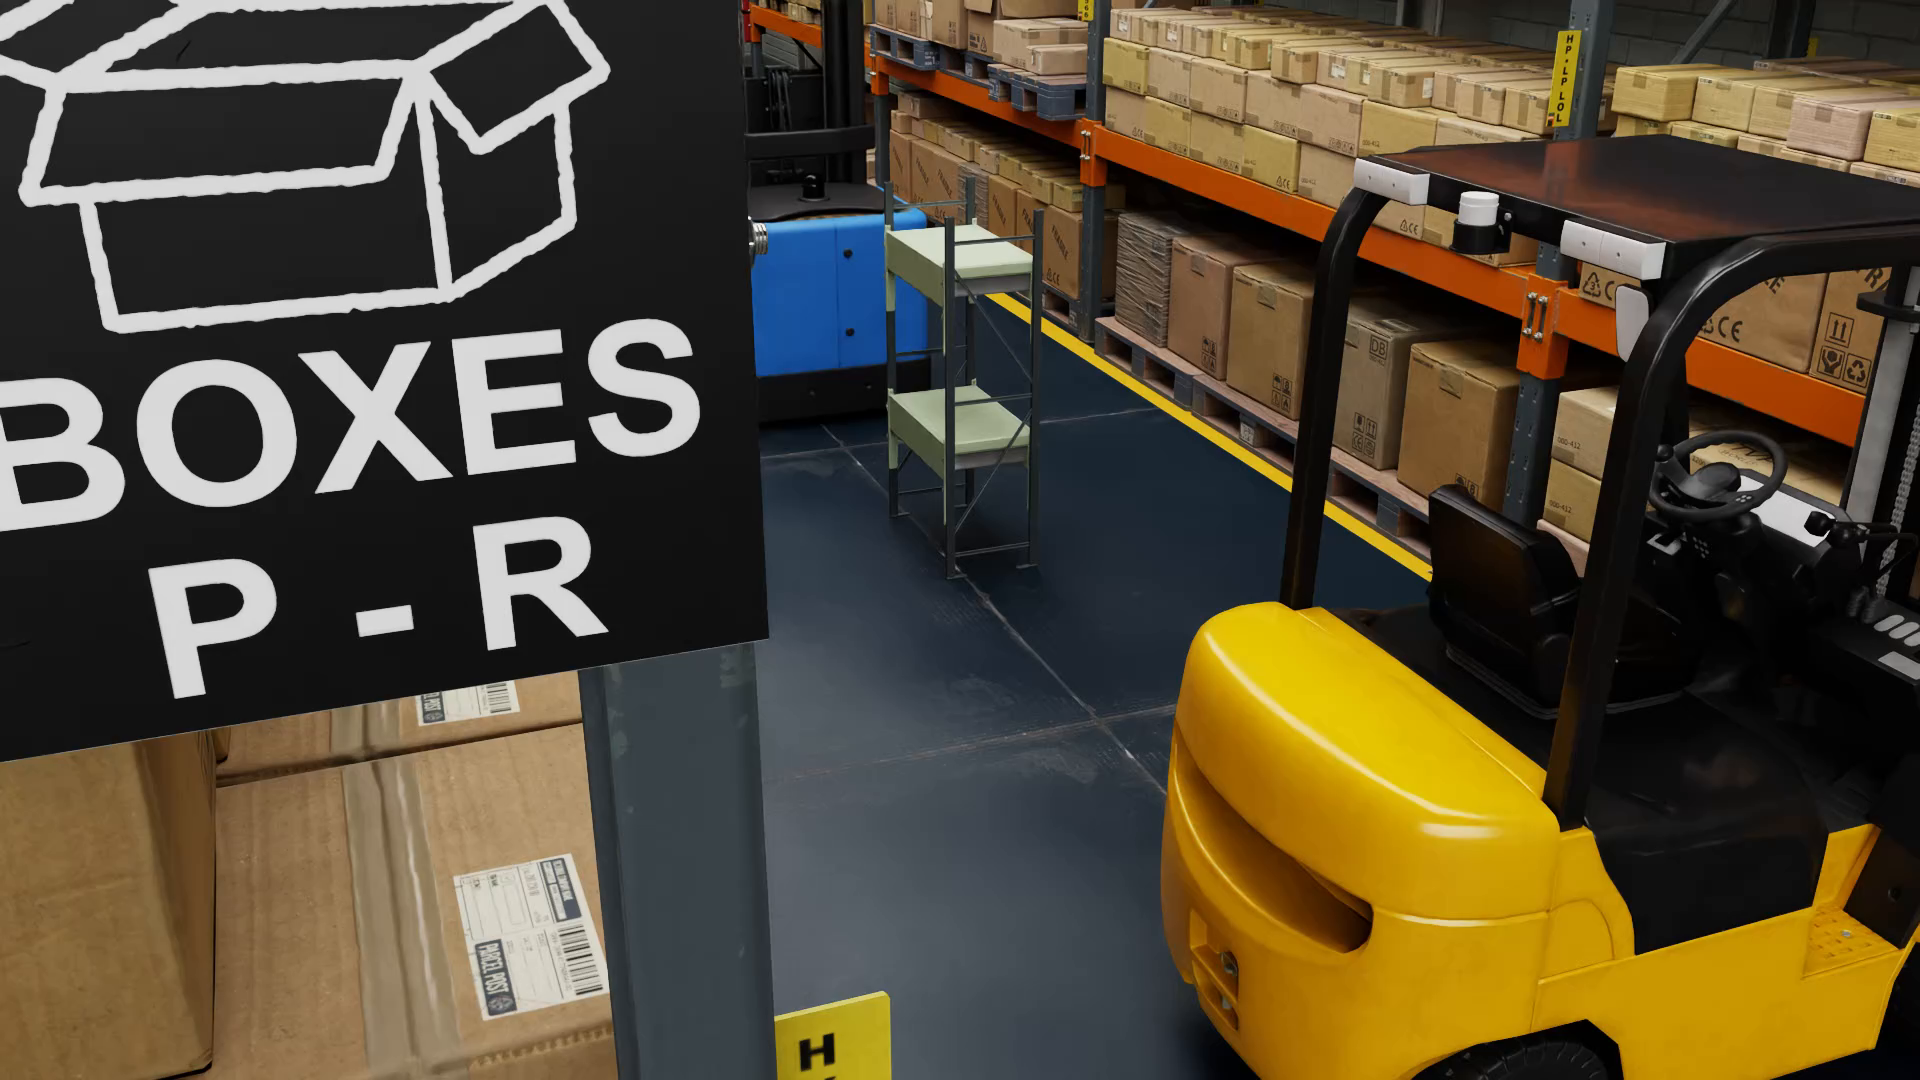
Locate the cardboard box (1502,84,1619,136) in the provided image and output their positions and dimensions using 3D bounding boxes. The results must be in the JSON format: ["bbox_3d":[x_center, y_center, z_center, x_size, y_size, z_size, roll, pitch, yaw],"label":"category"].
[{"bbox_3d":[2.298,-1.638,6.310,0.380,0.149,0.250,-7,24,-17],"label":"cardboard box"}]

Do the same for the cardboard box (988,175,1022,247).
[{"bbox_3d":[0.509,-2.191,11.265,0.500,0.500,0.500,-7,24,-17],"label":"cardboard box"}]

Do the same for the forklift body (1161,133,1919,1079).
[{"bbox_3d":[1.663,0.207,3.991,2.313,2.155,1.214,-8,24,-19],"label":"forklift body"}]

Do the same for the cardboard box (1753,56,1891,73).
[{"bbox_3d":[3.022,-1.607,5.853,0.380,0.149,0.250,-8,24,-19],"label":"cardboard box"}]

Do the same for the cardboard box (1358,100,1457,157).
[{"bbox_3d":[2.025,-1.690,6.946,0.500,0.250,0.500,-9,24,-20],"label":"cardboard box"}]

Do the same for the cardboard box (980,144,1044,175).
[{"bbox_3d":[0.360,-2.624,11.455,0.380,0.149,0.250,-10,25,-22],"label":"cardboard box"}]

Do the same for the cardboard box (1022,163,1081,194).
[{"bbox_3d":[0.625,-2.335,10.769,0.380,0.149,0.250,-9,25,-21],"label":"cardboard box"}]

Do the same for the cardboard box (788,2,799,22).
[{"bbox_3d":[-1.345,-4.812,15.127,0.380,0.149,0.250,-9,24,-20],"label":"cardboard box"}]

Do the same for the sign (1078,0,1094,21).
[{"bbox_3d":[0.709,-3.072,9.287,0.100,0.325,0.005,-8,24,-19],"label":"sign"}]

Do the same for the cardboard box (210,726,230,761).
[{"bbox_3d":[-1.159,-0.048,1.702,0.700,0.500,0.500,-8,24,-18],"label":"cardboard box"}]

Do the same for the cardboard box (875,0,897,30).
[{"bbox_3d":[-0.238,-4.139,12.539,0.700,0.500,0.500,-8,24,-18],"label":"cardboard box"}]

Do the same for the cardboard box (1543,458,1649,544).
[{"bbox_3d":[2.509,-0.138,6.071,0.500,0.250,0.500,-8,24,-19],"label":"cardboard box"}]

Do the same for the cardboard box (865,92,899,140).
[{"bbox_3d":[-0.853,-3.673,14.779,0.700,0.500,0.500,-9,25,-21],"label":"cardboard box"}]

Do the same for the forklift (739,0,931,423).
[{"bbox_3d":[-1.144,-2.493,9.391,1.130,2.935,3.031,-8,24,-19],"label":"forklift"}]

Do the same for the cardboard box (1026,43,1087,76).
[{"bbox_3d":[0.622,-2.916,10.090,0.380,0.149,0.250,-8,24,-18],"label":"cardboard box"}]

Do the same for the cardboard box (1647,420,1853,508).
[{"bbox_3d":[2.675,-0.180,5.528,0.500,0.250,0.500,-8,24,-19],"label":"cardboard box"}]

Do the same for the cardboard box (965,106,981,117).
[{"bbox_3d":[0.200,-3.352,13.184,0.380,0.149,0.250,-9,25,-21],"label":"cardboard box"}]

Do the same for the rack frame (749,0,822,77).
[{"bbox_3d":[-1.613,-5.559,16.578,1.000,3.000,0.127,-8,24,-19],"label":"rack frame"}]

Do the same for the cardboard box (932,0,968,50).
[{"bbox_3d":[0.222,-3.666,11.416,0.700,0.500,0.500,-8,24,-19],"label":"cardboard box"}]

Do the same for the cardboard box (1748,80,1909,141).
[{"bbox_3d":[2.737,-1.351,5.246,0.380,0.149,0.250,-9,24,-20],"label":"cardboard box"}]

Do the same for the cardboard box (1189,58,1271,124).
[{"bbox_3d":[1.485,-2.244,8.262,0.500,0.250,0.500,-9,24,-20],"label":"cardboard box"}]

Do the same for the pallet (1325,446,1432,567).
[{"bbox_3d":[2.330,-0.177,7.397,1.003,0.211,1.213,-8,24,-19],"label":"pallet"}]

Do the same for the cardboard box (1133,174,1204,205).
[{"bbox_3d":[1.321,-2.225,10.510,0.380,0.149,0.250,-7,24,-16],"label":"cardboard box"}]

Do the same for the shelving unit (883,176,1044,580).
[{"bbox_3d":[0.002,-0.689,6.953,0.431,1.500,0.755,-8,24,-19],"label":"shelving unit"}]

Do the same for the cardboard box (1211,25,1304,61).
[{"bbox_3d":[1.482,-2.474,8.294,0.380,0.149,0.250,-8,24,-18],"label":"cardboard box"}]

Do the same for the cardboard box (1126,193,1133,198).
[{"bbox_3d":[1.172,-2.067,10.969,0.500,0.500,0.500,-8,24,-19],"label":"cardboard box"}]

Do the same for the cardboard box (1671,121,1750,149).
[{"bbox_3d":[2.586,-1.298,5.505,0.380,0.149,0.250,-8,24,-18],"label":"cardboard box"}]

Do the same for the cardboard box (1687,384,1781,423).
[{"bbox_3d":[2.981,-0.434,6.130,0.500,0.250,0.500,-8,24,-18],"label":"cardboard box"}]

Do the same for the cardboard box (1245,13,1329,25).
[{"bbox_3d":[1.749,-2.725,8.889,0.380,0.149,0.250,-8,24,-19],"label":"cardboard box"}]

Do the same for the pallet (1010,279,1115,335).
[{"bbox_3d":[0.985,-1.644,10.879,1.003,0.211,1.213,-8,24,-19],"label":"pallet"}]

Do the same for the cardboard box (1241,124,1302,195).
[{"bbox_3d":[1.685,-1.830,7.924,0.500,0.250,0.500,-8,24,-17],"label":"cardboard box"}]

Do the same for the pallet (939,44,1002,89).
[{"bbox_3d":[0.522,-3.270,11.394,1.003,0.211,1.213,-8,24,-19],"label":"pallet"}]

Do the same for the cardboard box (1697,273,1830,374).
[{"bbox_3d":[2.739,-0.861,5.303,0.500,0.500,0.500,-8,24,-18],"label":"cardboard box"}]

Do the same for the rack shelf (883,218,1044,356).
[{"bbox_3d":[0.002,-1.048,6.801,0.431,0.370,0.720,-8,24,-19],"label":"rack shelf"}]

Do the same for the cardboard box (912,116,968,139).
[{"bbox_3d":[-0.152,-3.190,12.798,0.380,0.149,0.250,-9,24,-20],"label":"cardboard box"}]

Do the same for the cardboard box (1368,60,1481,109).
[{"bbox_3d":[1.936,-1.903,6.938,0.380,0.149,0.250,-9,25,-21],"label":"cardboard box"}]

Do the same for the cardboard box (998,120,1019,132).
[{"bbox_3d":[0.507,-3.081,12.540,0.380,0.149,0.250,-10,25,-22],"label":"cardboard box"}]

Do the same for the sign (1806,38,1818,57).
[{"bbox_3d":[3.145,-1.711,6.232,0.100,0.325,0.005,-8,24,-19],"label":"sign"}]

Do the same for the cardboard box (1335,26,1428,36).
[{"bbox_3d":[2.087,-2.460,8.262,0.380,0.149,0.250,-9,24,-20],"label":"cardboard box"}]

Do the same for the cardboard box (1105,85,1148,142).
[{"bbox_3d":[1.142,-2.389,9.249,0.500,0.250,0.500,-8,24,-19],"label":"cardboard box"}]

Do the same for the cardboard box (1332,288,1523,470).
[{"bbox_3d":[2.165,-0.770,7.730,0.875,0.625,0.625,-9,24,-20],"label":"cardboard box"}]

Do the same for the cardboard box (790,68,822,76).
[{"bbox_3d":[-1.485,-4.367,16.423,0.797,0.503,0.637,-9,25,-21],"label":"cardboard box"}]

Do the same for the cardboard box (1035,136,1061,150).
[{"bbox_3d":[0.758,-2.792,11.854,0.380,0.149,0.250,-9,25,-21],"label":"cardboard box"}]

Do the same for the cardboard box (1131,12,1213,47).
[{"bbox_3d":[1.146,-2.745,8.936,0.380,0.149,0.250,-8,24,-18],"label":"cardboard box"}]

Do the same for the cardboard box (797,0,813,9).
[{"bbox_3d":[-1.143,-4.876,14.766,0.500,0.250,0.500,-9,24,-20],"label":"cardboard box"}]

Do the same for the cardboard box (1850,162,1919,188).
[{"bbox_3d":[2.813,-1.012,4.826,0.380,0.149,0.250,-9,24,-20],"label":"cardboard box"}]

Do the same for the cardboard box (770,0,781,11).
[{"bbox_3d":[-1.620,-5.200,16.050,0.380,0.149,0.250,-8,24,-18],"label":"cardboard box"}]

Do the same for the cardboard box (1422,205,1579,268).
[{"bbox_3d":[2.204,-1.277,6.612,0.500,0.250,0.500,-8,24,-18],"label":"cardboard box"}]

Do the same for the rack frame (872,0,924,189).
[{"bbox_3d":[-0.200,-4.106,13.130,1.000,3.000,0.127,-8,24,-19],"label":"rack frame"}]

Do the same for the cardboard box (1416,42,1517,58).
[{"bbox_3d":[2.302,-2.172,7.577,0.380,0.149,0.250,-9,24,-19],"label":"cardboard box"}]

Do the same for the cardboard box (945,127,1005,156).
[{"bbox_3d":[0.113,-2.904,12.121,0.380,0.149,0.250,-8,24,-19],"label":"cardboard box"}]

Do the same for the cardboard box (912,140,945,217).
[{"bbox_3d":[-0.042,-2.749,12.588,0.500,0.500,0.500,-9,24,-20],"label":"cardboard box"}]

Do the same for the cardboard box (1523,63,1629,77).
[{"bbox_3d":[2.570,-1.897,6.925,0.380,0.149,0.250,-8,24,-19],"label":"cardboard box"}]

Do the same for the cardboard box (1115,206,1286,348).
[{"bbox_3d":[1.421,-1.523,9.519,0.875,0.625,0.625,-8,24,-17],"label":"cardboard box"}]

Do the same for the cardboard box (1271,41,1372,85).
[{"bbox_3d":[1.653,-2.184,7.605,0.380,0.149,0.250,-9,24,-20],"label":"cardboard box"}]

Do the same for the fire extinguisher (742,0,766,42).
[{"bbox_3d":[-2.097,-5.342,16.642,0.296,0.674,0.183,-8,24,-19],"label":"fire extinguisher"}]

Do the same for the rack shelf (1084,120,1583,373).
[{"bbox_3d":[1.920,-1.594,8.097,1.077,0.370,4.000,-8,24,-19],"label":"rack shelf"}]
